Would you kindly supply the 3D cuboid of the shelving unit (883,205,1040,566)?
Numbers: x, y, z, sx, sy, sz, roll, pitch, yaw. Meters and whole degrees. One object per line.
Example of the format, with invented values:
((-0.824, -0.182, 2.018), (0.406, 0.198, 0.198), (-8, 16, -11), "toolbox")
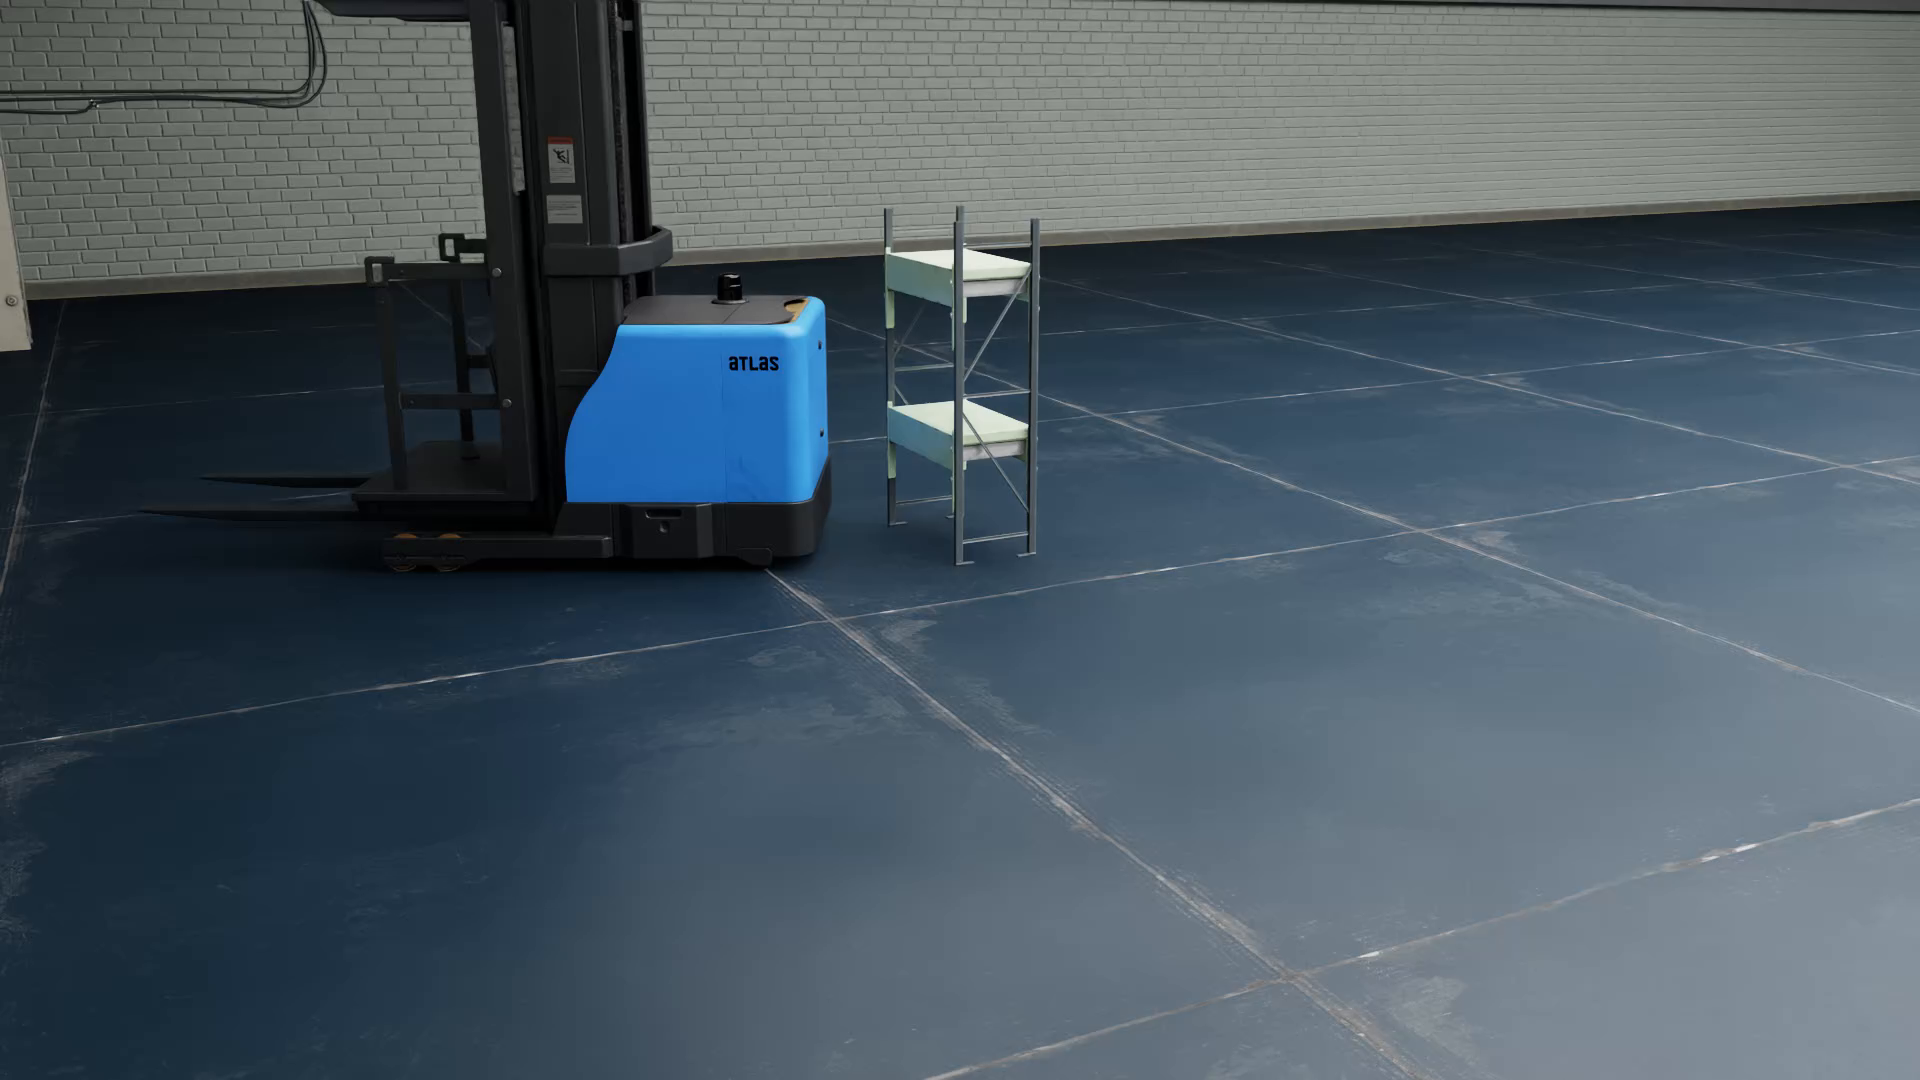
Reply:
((-0.003, -0.723, 7.550), (0.431, 1.500, 0.755), (-8, 18, -25), "shelving unit")

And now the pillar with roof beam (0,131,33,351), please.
((-3.568, -6.356, 13.585), (9.100, 9.000, 0.400), (-8, 18, -25), "pillar with roof beam")

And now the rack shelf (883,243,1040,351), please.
((-0.003, -1.098, 7.442), (0.431, 0.370, 0.720), (-8, 18, -25), "rack shelf")

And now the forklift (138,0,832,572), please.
((-2.147, -1.415, 7.367), (3.031, 2.935, 1.130), (0, 16, 1), "forklift")

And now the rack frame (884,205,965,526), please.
((-0.163, -0.813, 7.866), (0.400, 1.500, 0.023), (-8, 18, -25), "rack frame")

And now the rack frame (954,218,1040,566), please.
((0.157, -0.632, 7.233), (0.400, 1.500, 0.023), (-8, 18, -25), "rack frame")

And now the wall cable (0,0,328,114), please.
((-7.540, -5.233, 15.303), (3.097, 2.526, 0.112), (-8, 18, -25), "wall cable")

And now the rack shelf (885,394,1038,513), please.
((-0.003, -0.409, 7.639), (0.431, 0.370, 0.720), (-8, 18, -25), "rack shelf")
